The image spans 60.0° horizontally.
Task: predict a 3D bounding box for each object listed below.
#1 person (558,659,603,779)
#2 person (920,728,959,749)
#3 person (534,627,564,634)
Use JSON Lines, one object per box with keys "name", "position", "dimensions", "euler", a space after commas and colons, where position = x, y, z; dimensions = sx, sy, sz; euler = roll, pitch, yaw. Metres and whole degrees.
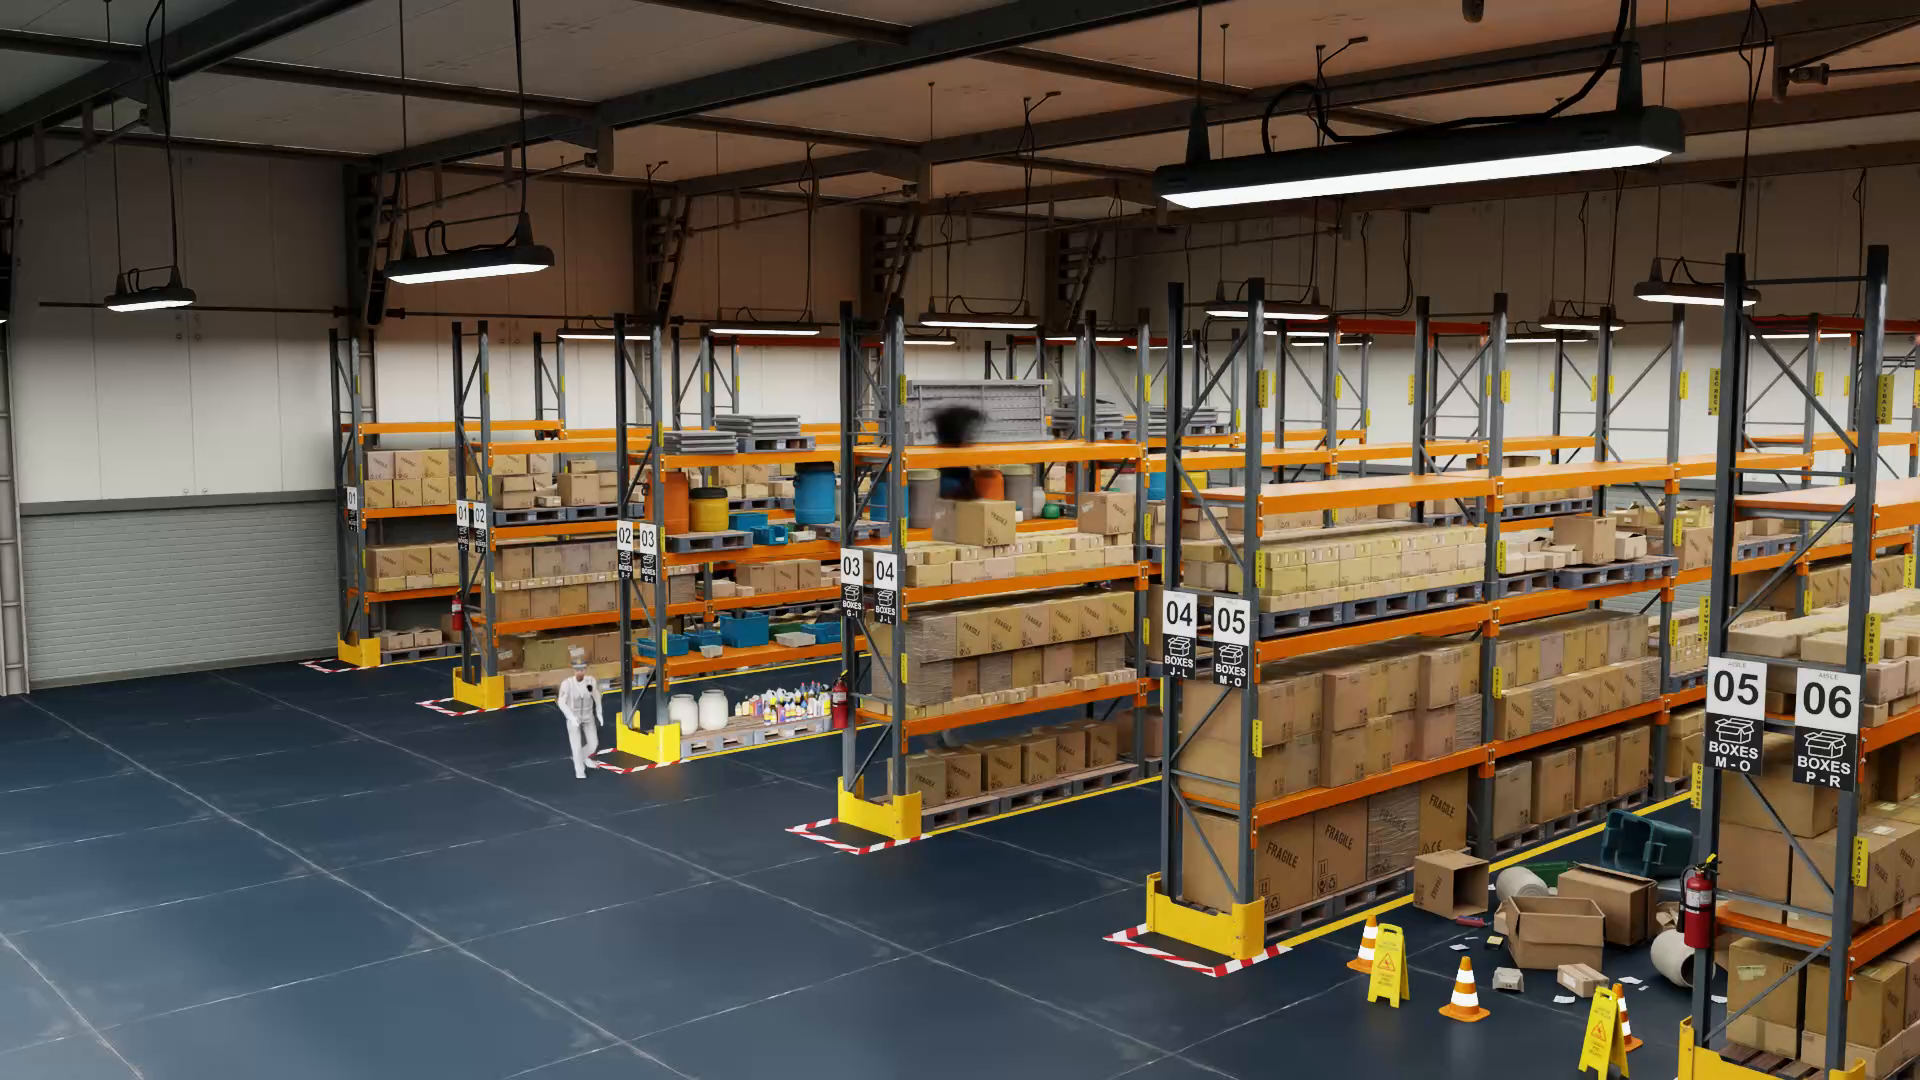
{"name": "person", "position": [-4.875, 2.267, 21.295], "dimensions": [0.585, 1.597, 0.718], "euler": [-3, 6, -25]}
{"name": "person", "position": [-0.250, 2.191, 21.685], "dimensions": [0.694, 1.714, 0.582], "euler": [-5, 8, -42]}
{"name": "person", "position": [-7.048, 1.516, 28.852], "dimensions": [0.720, 1.623, 0.914], "euler": [3, 6, 26]}
